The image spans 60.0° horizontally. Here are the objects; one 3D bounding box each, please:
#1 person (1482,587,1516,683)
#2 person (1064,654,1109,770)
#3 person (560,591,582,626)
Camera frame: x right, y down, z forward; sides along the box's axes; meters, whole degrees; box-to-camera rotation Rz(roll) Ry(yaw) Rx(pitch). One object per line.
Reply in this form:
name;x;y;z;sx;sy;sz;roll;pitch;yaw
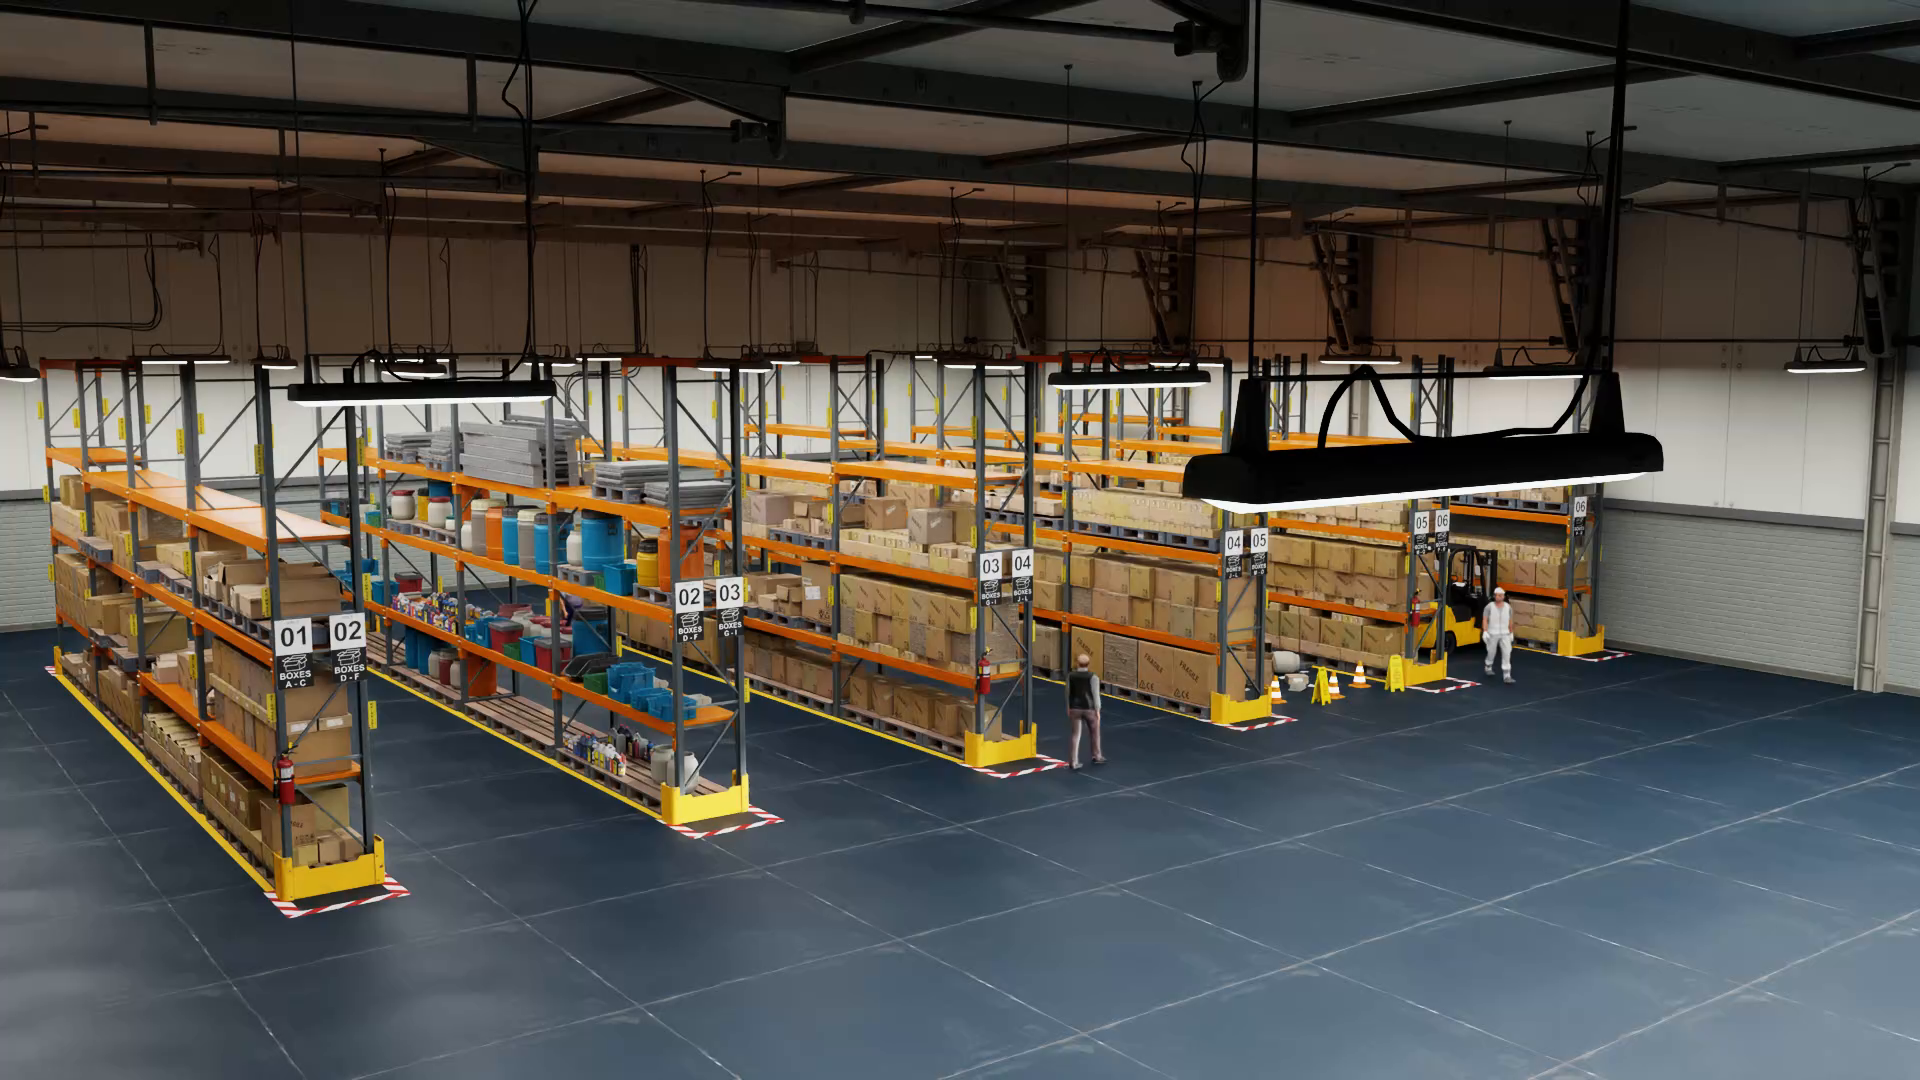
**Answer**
person;10.006;1.756;30.856;0.626;1.748;1.022;0;7;0
person;1.836;2.526;24.722;0.594;1.694;0.863;2;7;19
person;-7.898;1.454;33.906;0.496;1.591;1.001;-4;8;-31
